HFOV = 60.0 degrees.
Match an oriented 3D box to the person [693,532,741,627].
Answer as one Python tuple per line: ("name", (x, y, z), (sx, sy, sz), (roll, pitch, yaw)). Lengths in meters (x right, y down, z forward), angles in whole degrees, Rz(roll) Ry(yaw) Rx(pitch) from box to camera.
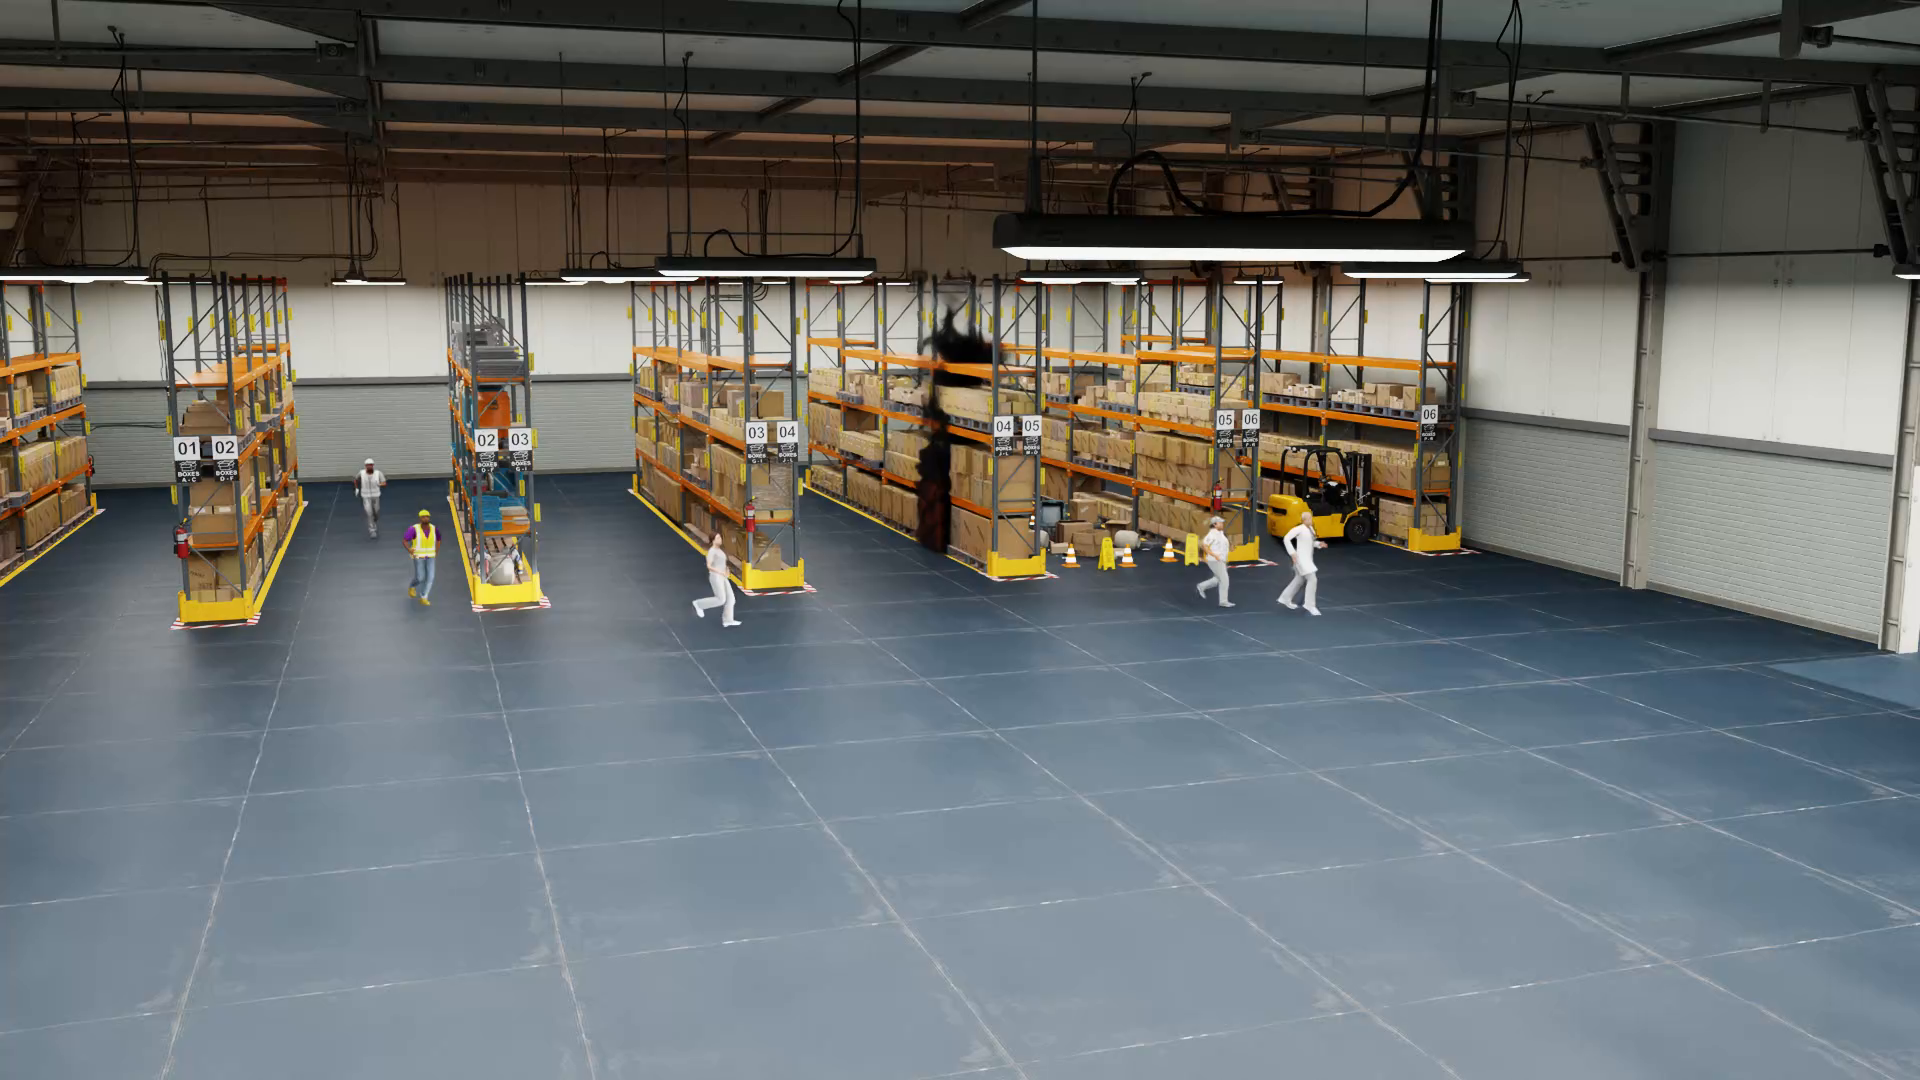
("person", (-4.135, 0.667, 28.356), (0.810, 1.633, 0.580), (2, 9, 11))

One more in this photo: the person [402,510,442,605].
("person", (-9.822, 0.298, 30.461), (0.722, 1.723, 0.614), (-6, 11, -36))

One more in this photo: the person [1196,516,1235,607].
("person", (4.638, 0.376, 30.184), (0.803, 1.632, 0.620), (5, 10, 29))

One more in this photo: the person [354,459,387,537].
("person", (-13.662, -1.007, 38.596), (0.684, 1.769, 1.003), (-4, 9, -25))

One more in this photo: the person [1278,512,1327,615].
("person", (6.085, 0.406, 29.565), (0.867, 1.838, 0.689), (5, 10, 27))
